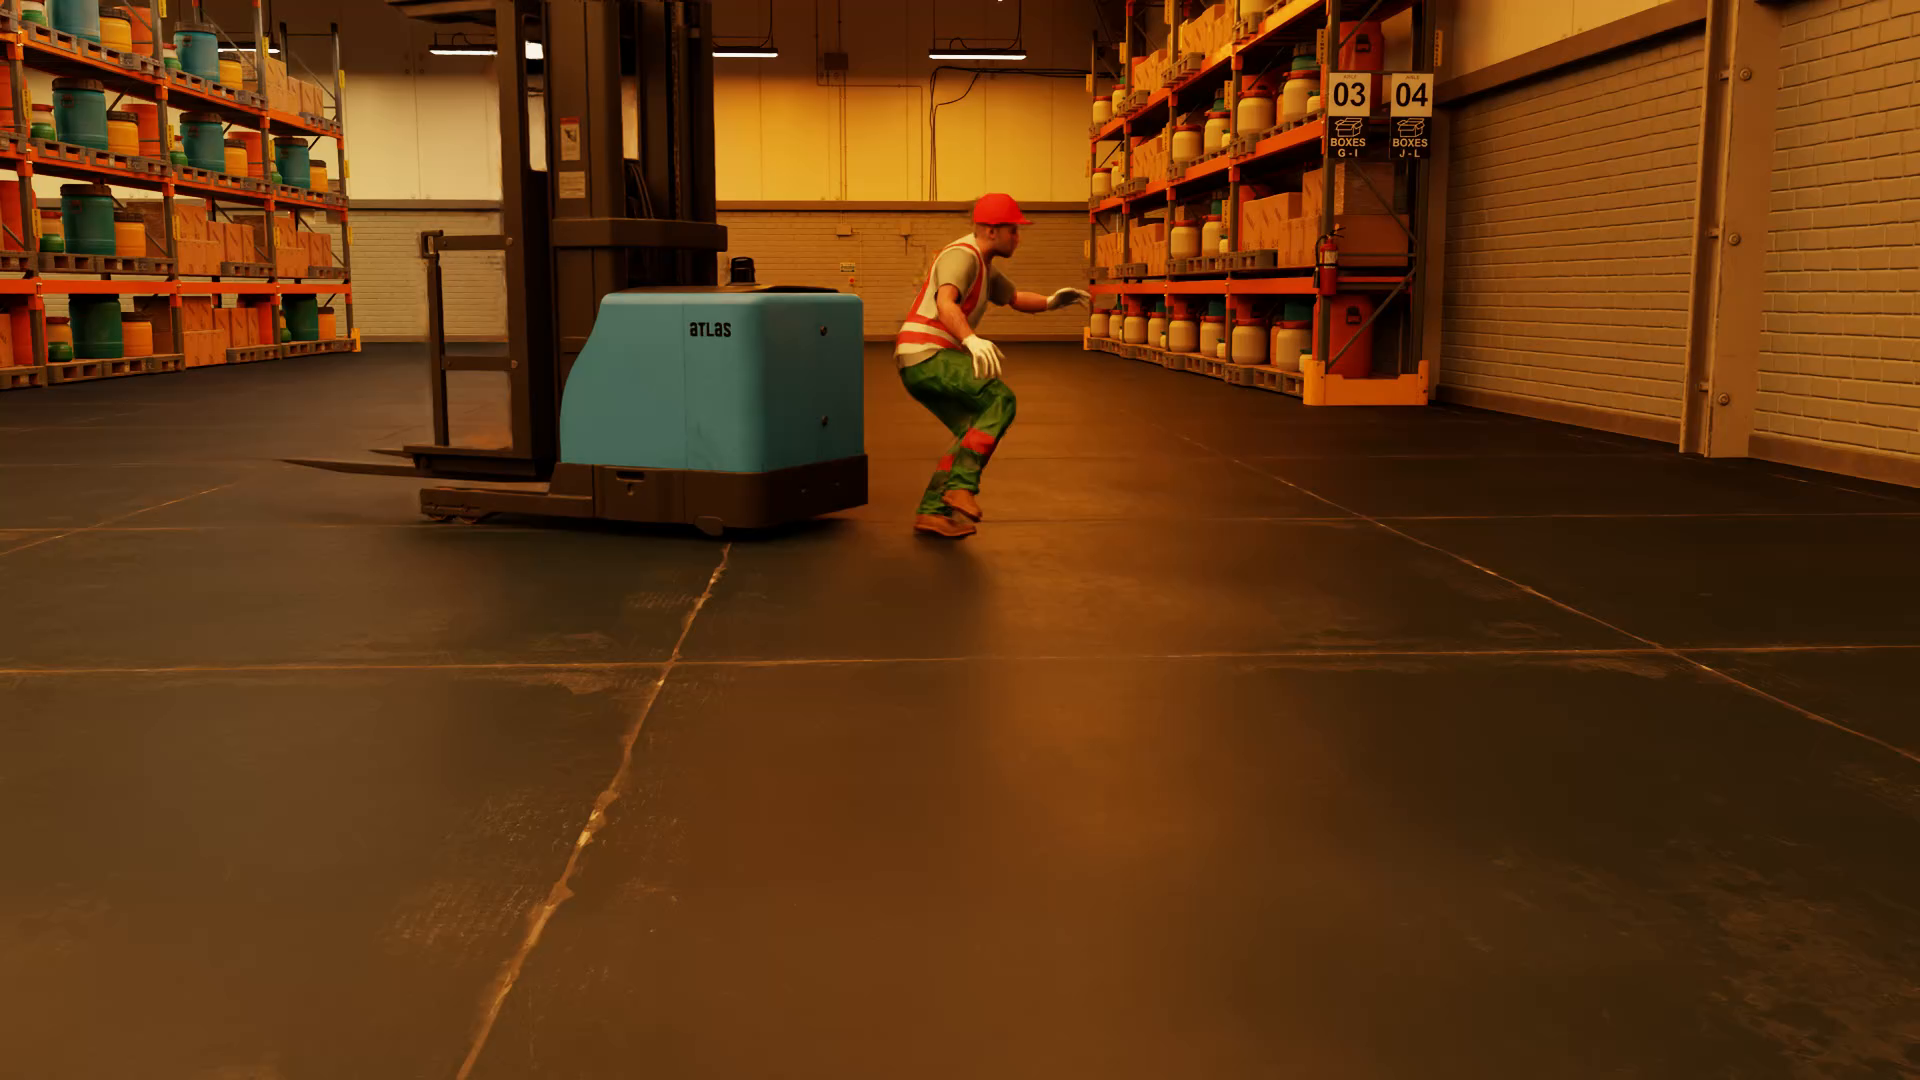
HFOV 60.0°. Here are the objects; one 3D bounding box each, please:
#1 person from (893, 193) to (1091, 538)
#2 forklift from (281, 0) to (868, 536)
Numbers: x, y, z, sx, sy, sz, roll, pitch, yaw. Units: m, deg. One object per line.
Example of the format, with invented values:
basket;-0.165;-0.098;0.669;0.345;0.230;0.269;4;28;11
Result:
person;0.148;-0.798;7.532;0.919;1.529;1.067;0;8;0
forklift;-1.998;-1.589;8.036;3.031;2.935;1.130;4;9;26
